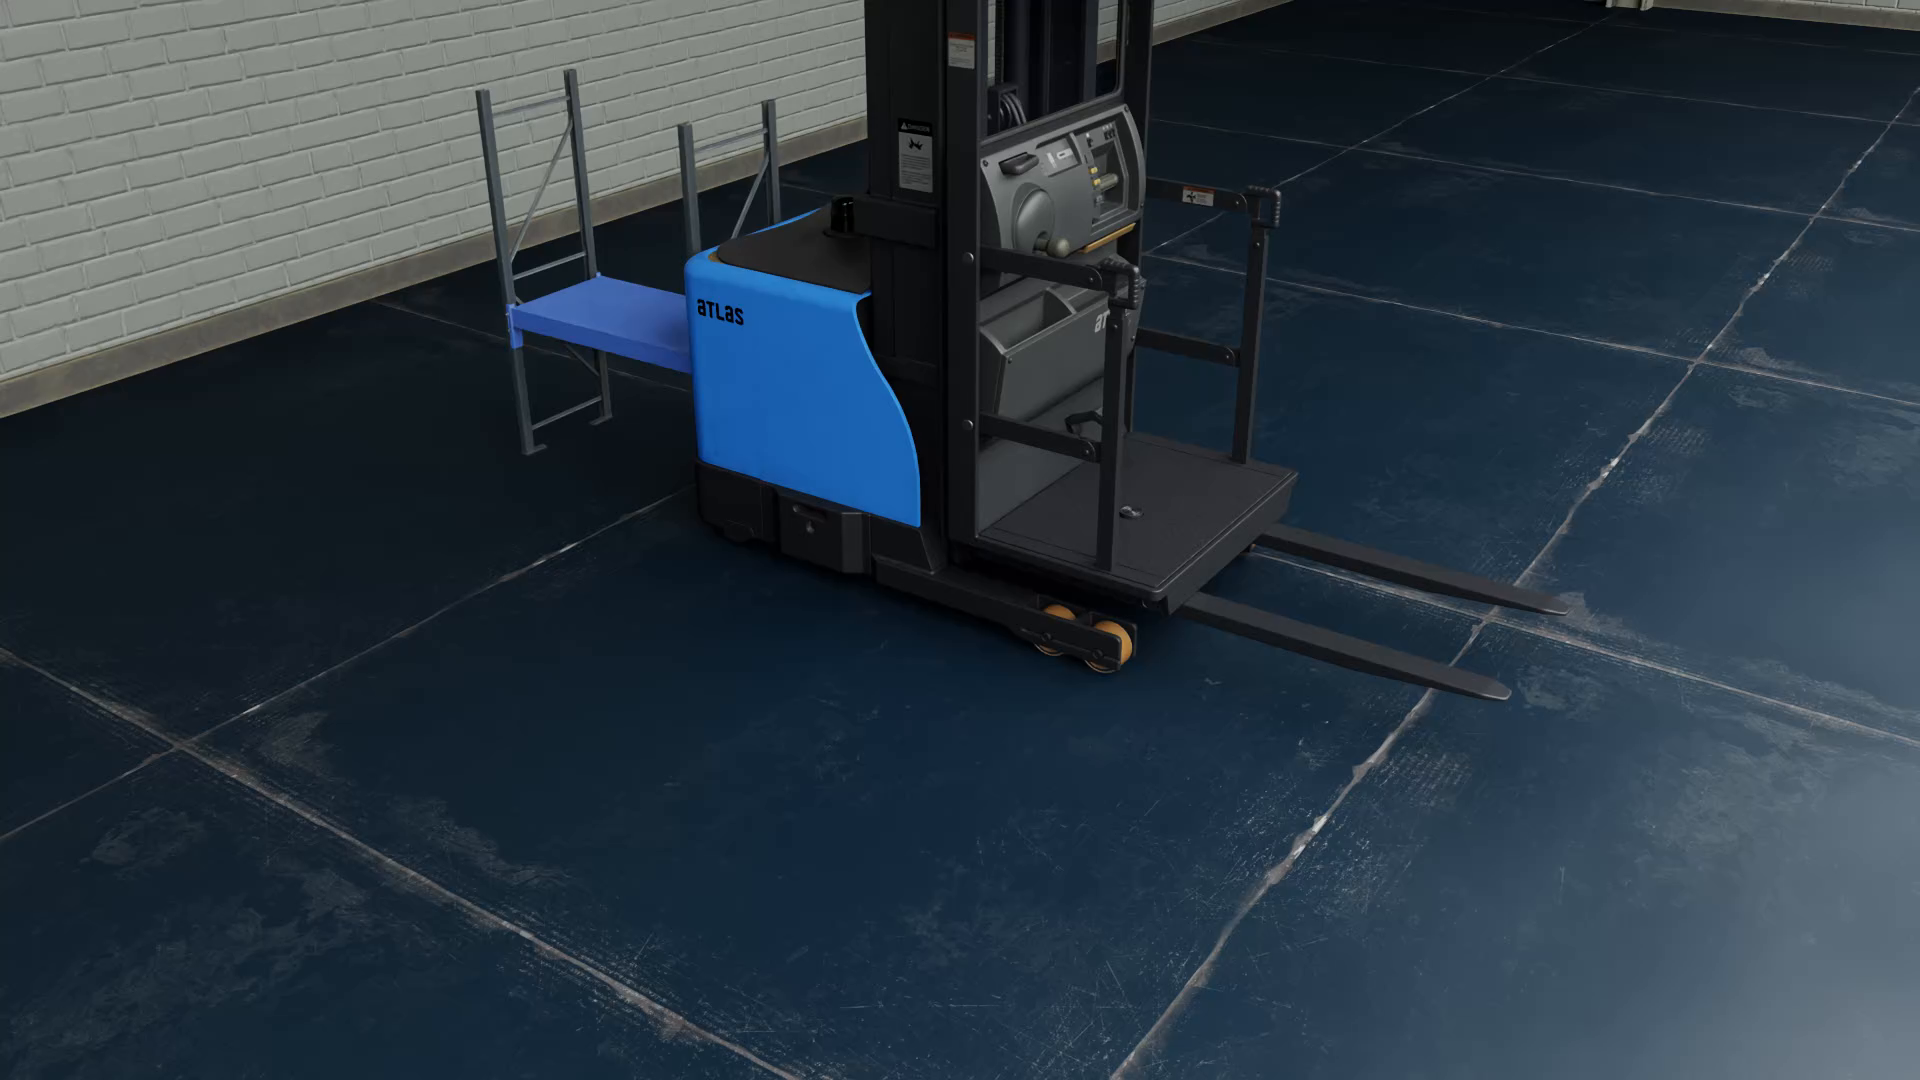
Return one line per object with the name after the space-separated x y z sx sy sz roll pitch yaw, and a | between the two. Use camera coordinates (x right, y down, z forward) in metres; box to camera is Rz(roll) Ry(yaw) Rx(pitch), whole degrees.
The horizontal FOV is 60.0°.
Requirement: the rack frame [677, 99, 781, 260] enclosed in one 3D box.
-0.832 -0.863 6.292 0.032 1.500 0.500 17 31 29 | rack frame

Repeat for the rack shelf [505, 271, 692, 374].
-1.256 -0.830 6.624 1.000 0.185 0.538 17 31 29 | rack shelf

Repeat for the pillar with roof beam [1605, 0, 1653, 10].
4.368 -7.828 11.710 0.400 9.000 9.100 17 32 30 | pillar with roof beam

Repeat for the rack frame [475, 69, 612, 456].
-1.680 -1.117 6.792 0.032 1.500 0.500 17 31 29 | rack frame

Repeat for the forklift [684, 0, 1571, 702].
0.519 -1.149 5.276 3.031 2.935 1.130 17 31 30 | forklift

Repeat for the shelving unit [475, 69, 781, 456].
-1.256 -0.990 6.542 1.048 1.500 0.538 17 31 29 | shelving unit
